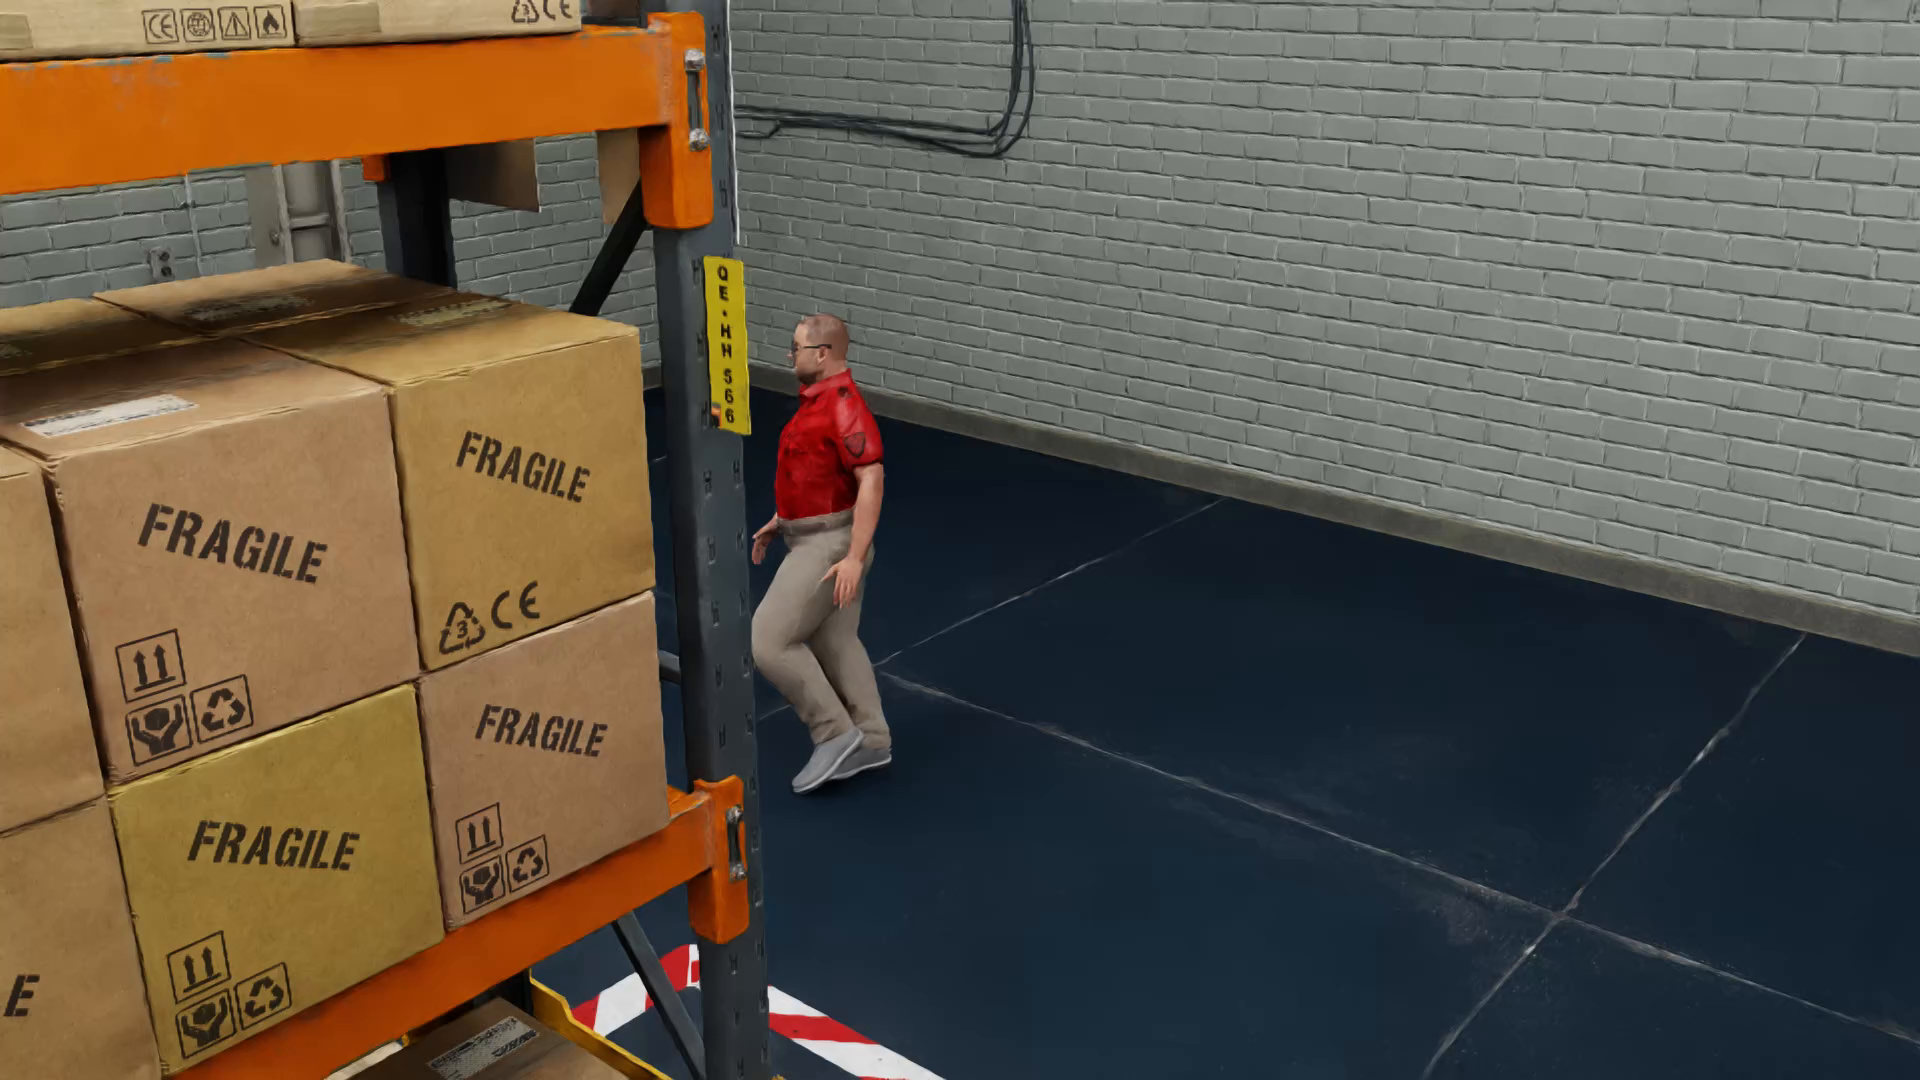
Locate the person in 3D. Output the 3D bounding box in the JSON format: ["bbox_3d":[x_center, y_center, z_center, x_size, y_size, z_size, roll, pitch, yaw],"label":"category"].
[{"bbox_3d":[-0.525,0.040,6.015,0.520,1.693,0.703,-4,20,-10],"label":"person"}]
